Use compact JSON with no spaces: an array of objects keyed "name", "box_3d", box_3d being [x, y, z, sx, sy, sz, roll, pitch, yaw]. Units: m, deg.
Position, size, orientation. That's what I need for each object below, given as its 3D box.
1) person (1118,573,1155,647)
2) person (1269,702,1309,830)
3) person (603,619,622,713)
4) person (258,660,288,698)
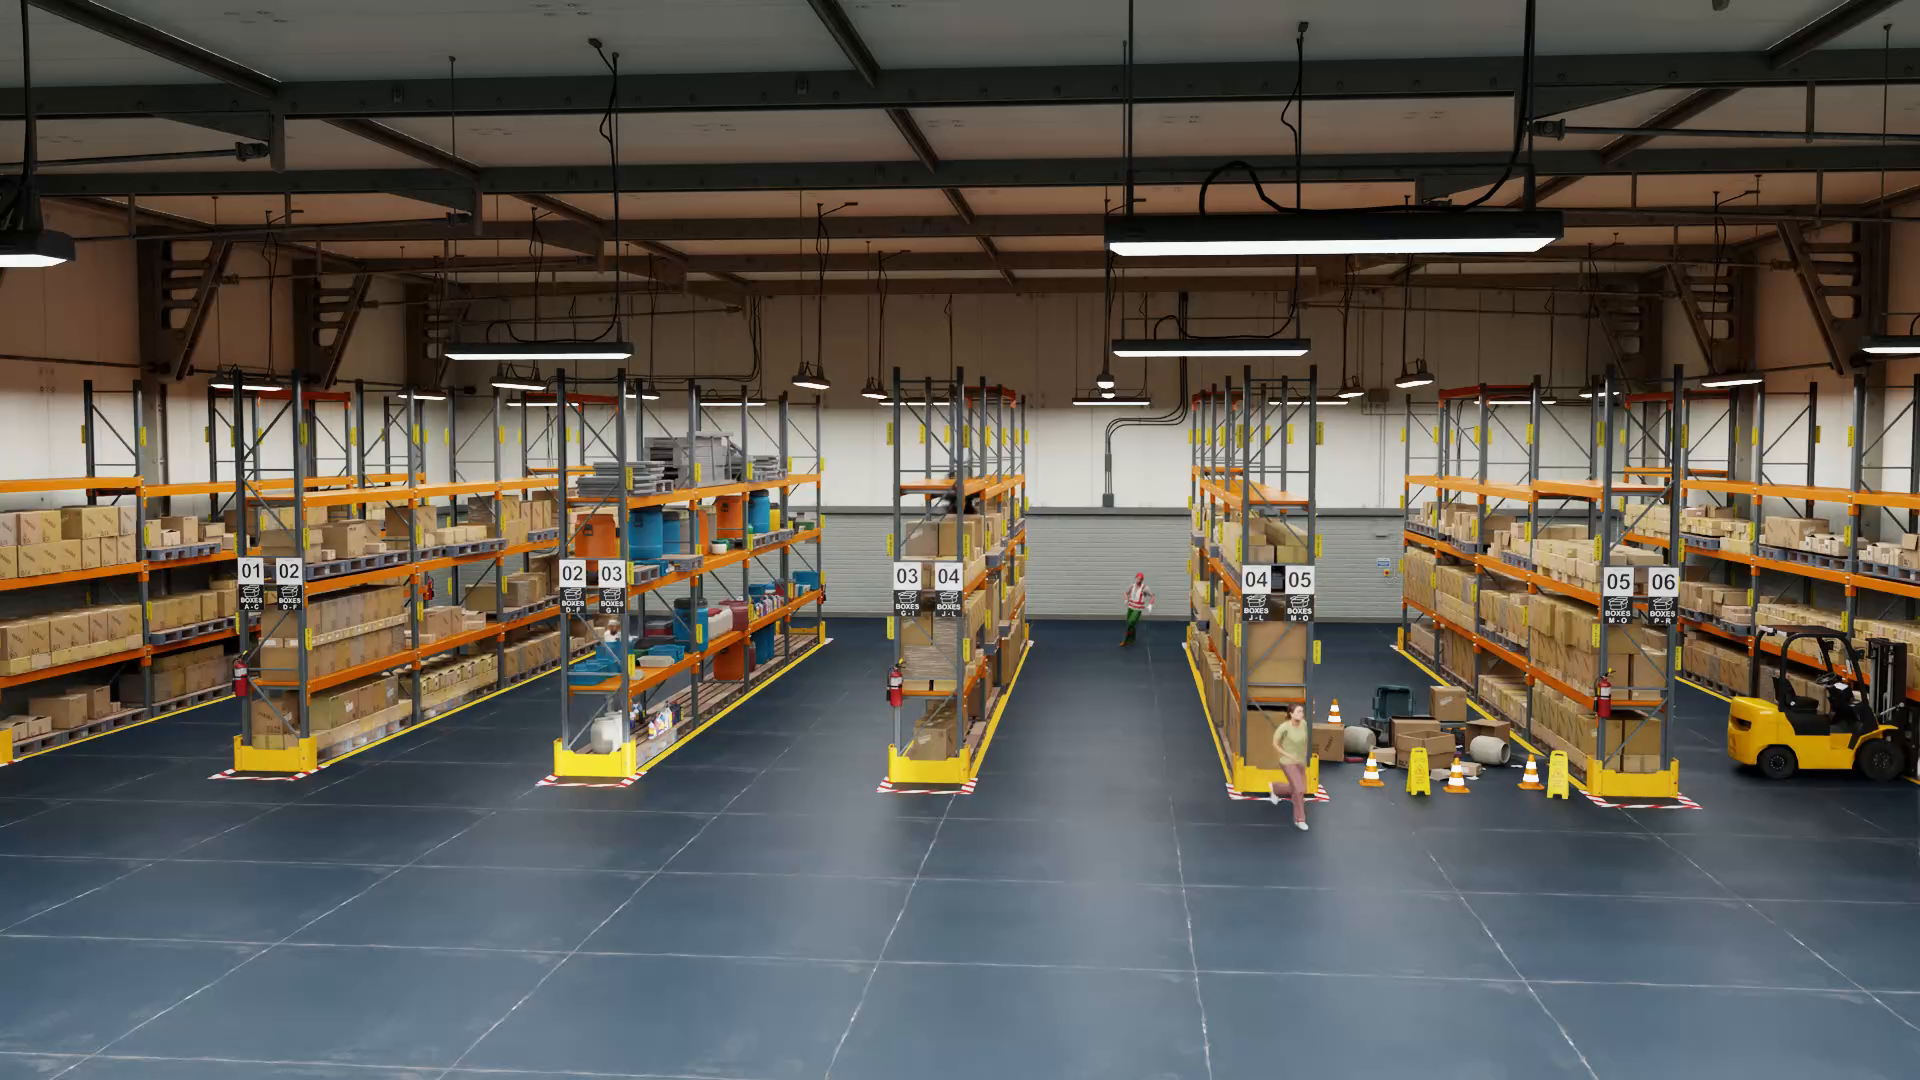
[{"name":"person","box_3d":[4.130,1.651,39.499,0.772,1.747,0.825,3,5,43]},{"name":"person","box_3d":[4.237,2.890,21.449,0.605,1.617,0.713,-2,4,-31]},{"name":"person","box_3d":[-6.304,2.290,30.531,0.627,1.713,0.868,1,4,10]},{"name":"person","box_3d":[-12.327,2.275,29.875,0.599,1.708,0.849,0,4,-3]}]
